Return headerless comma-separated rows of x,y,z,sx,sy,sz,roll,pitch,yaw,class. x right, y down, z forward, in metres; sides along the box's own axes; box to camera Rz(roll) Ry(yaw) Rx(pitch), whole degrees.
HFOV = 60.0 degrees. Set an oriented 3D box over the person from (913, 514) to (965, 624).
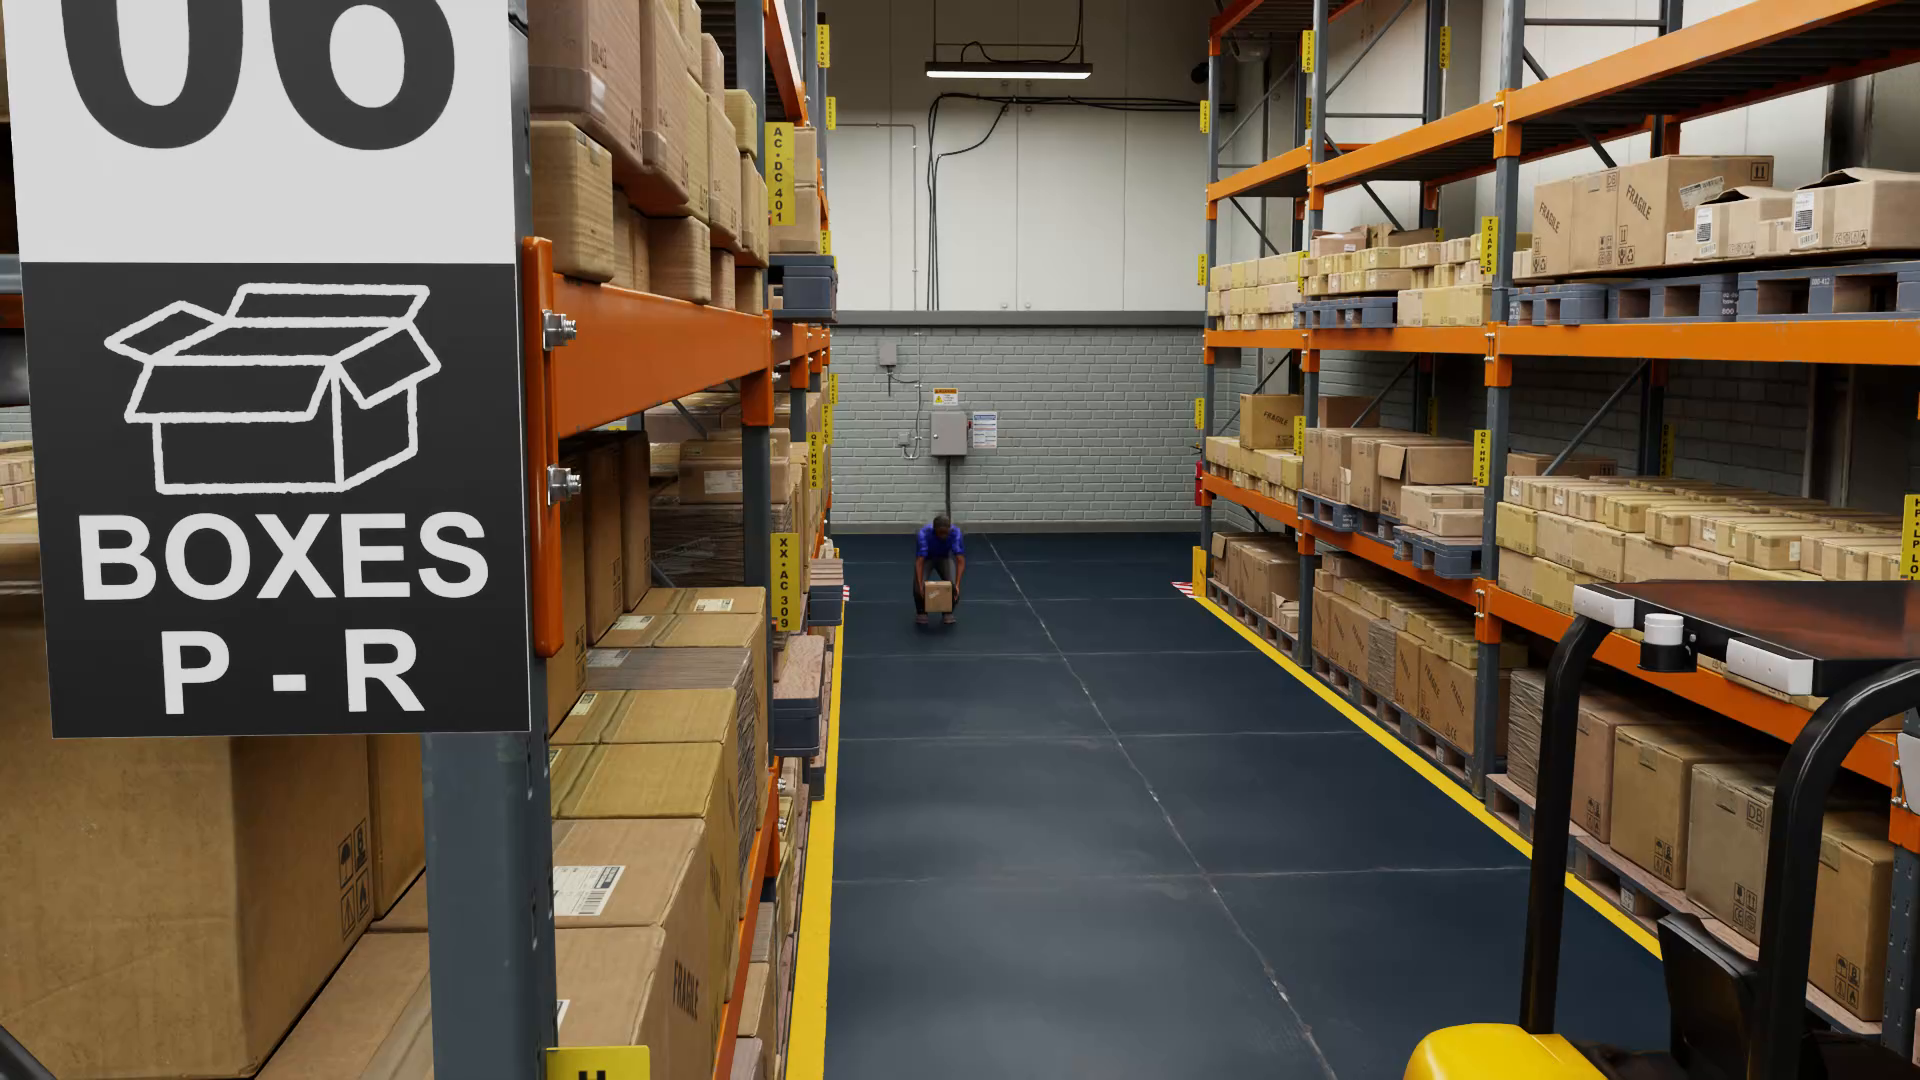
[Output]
-0.205,0.265,15.967,0.499,1.092,0.747,0,7,-2,person
